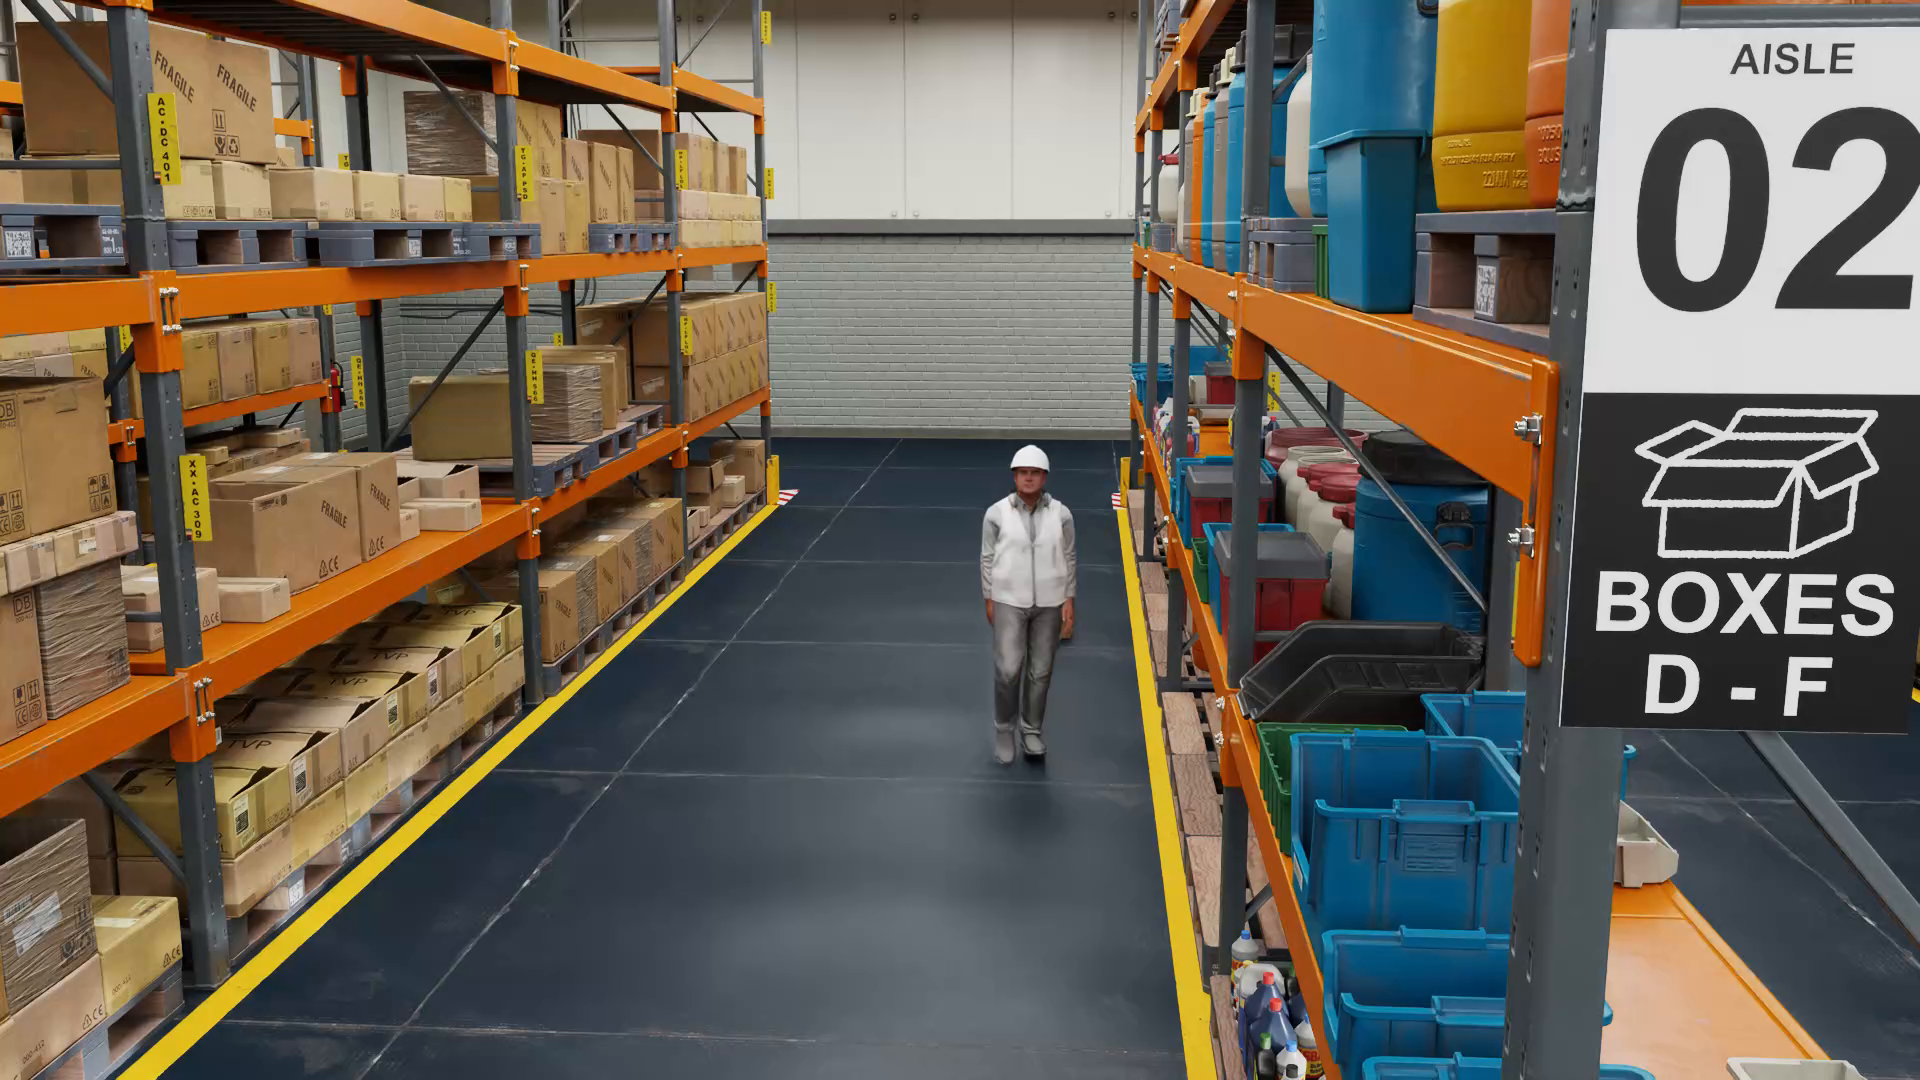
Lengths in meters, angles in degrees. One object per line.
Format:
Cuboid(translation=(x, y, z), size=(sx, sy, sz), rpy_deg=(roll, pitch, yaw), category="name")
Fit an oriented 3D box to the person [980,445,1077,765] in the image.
Cuboid(translation=(0.398, 0.378, 9.321), size=(0.535, 1.805, 0.472), rpy_deg=(-1, 11, -8), category="person")
